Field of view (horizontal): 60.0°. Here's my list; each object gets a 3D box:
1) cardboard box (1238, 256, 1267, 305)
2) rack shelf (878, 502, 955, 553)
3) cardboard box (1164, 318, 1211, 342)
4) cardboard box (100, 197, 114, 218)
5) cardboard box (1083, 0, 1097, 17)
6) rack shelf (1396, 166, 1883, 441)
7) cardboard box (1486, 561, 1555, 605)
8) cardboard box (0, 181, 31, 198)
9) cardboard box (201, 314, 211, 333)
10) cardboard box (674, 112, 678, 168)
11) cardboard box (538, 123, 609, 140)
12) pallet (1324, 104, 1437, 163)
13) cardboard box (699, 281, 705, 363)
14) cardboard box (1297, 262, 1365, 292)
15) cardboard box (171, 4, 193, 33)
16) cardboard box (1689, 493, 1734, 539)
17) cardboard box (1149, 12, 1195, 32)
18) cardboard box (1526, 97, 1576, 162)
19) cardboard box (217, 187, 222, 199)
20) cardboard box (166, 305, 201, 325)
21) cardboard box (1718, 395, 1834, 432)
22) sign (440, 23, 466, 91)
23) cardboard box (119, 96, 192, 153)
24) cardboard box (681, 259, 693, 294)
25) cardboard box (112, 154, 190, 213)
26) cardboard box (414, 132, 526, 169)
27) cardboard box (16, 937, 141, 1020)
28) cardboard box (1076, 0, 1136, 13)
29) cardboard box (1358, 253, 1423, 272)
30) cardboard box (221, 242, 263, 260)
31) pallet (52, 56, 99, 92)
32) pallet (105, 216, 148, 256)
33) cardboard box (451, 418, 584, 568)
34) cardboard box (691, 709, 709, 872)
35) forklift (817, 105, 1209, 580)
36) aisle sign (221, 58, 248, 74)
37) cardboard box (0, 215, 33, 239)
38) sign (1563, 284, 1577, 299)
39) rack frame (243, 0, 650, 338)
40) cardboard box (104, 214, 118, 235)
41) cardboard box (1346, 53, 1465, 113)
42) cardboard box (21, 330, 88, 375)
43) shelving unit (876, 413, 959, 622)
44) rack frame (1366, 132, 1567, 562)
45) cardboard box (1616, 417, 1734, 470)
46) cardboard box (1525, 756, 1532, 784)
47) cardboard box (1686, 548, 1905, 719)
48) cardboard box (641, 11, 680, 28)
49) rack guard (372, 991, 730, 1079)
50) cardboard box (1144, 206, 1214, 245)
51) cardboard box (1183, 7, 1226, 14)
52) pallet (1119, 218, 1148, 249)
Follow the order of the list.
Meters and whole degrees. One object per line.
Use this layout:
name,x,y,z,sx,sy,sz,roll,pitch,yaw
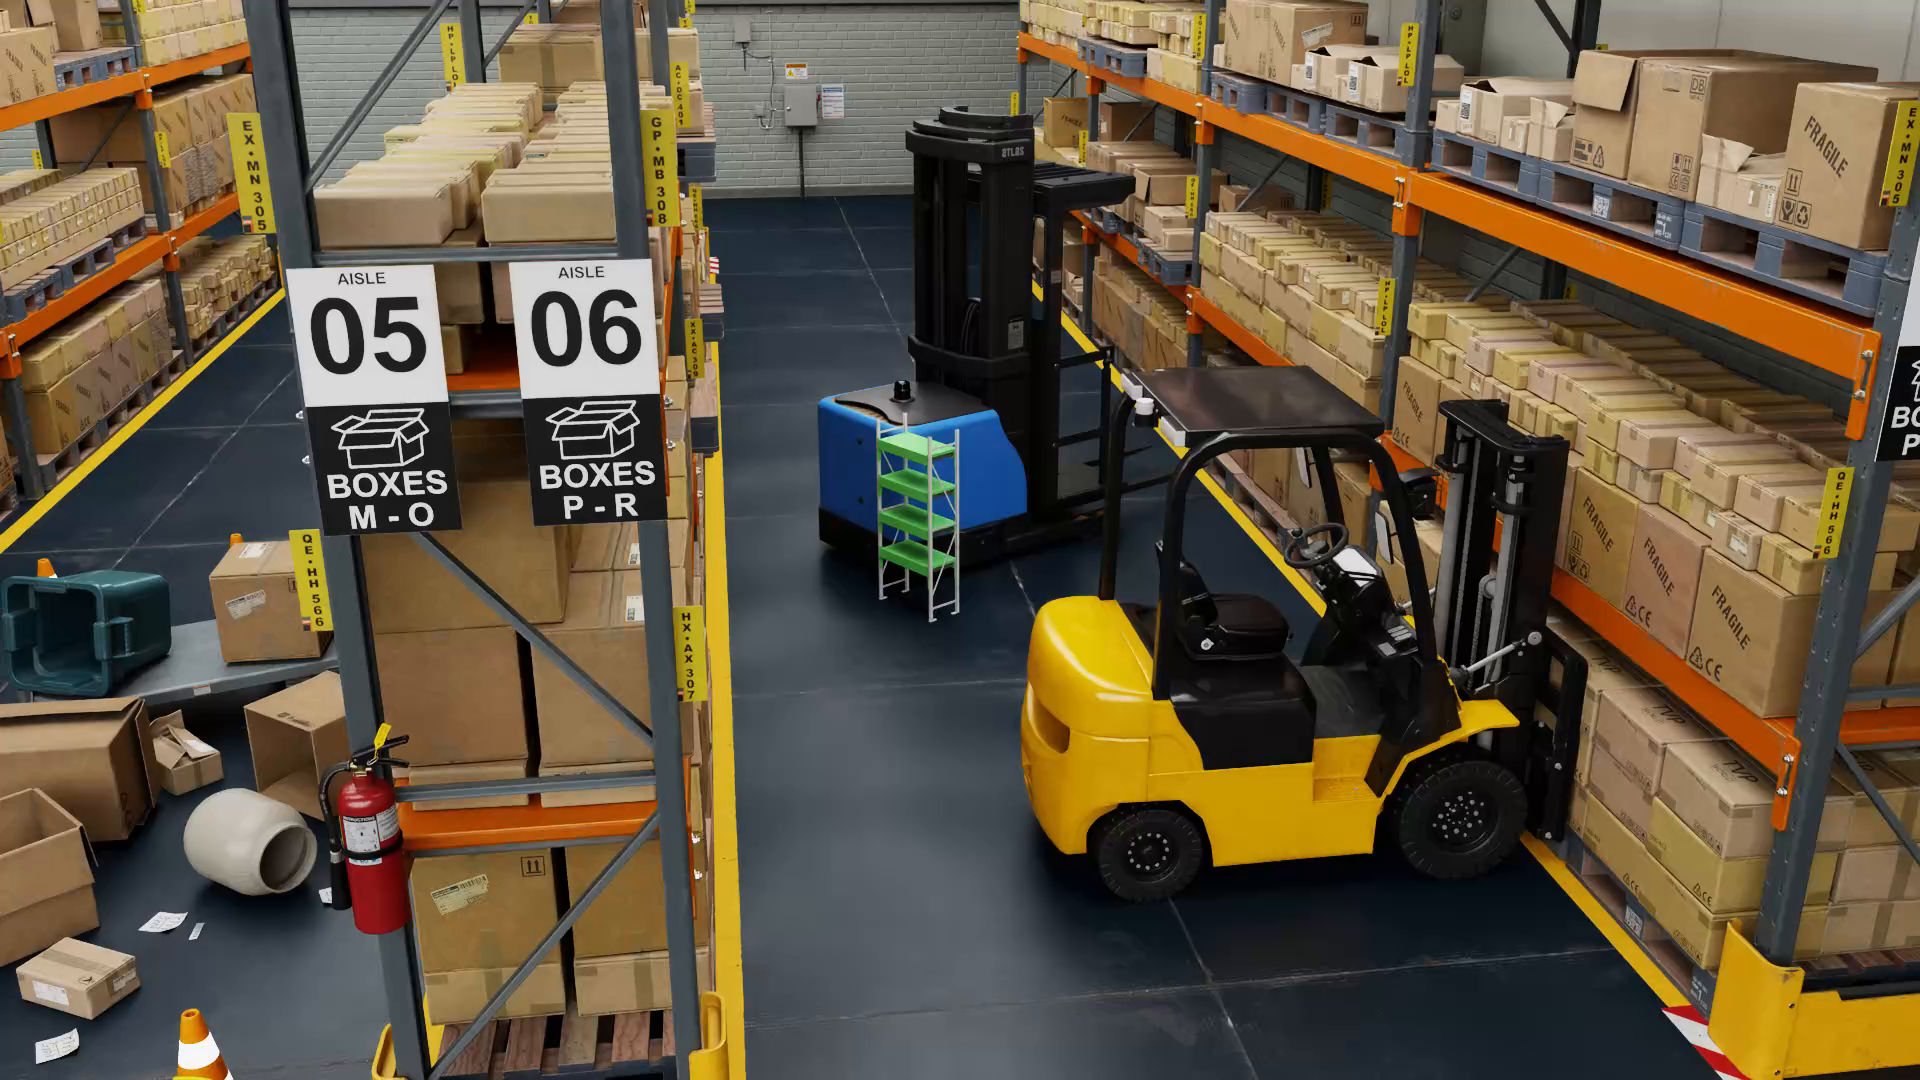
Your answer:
cardboard box,2.320,-1.872,11.941,0.500,0.250,0.500,-3,21,-9
rack shelf,-0.262,-0.083,10.406,0.258,0.148,0.480,-17,27,-39
cardboard box,1.978,-1.810,14.321,0.380,0.149,0.250,-4,21,-11
cardboard box,-7.633,-2.897,14.519,0.380,0.149,0.250,-4,21,-10
cardboard box,1.402,-5.159,16.146,0.380,0.149,0.250,-2,21,-6
rack shelf,3.235,-1.220,7.437,1.077,0.370,4.000,-3,21,-8
cardboard box,2.852,0.311,8.497,0.500,0.250,0.500,-2,21,-6
cardboard box,-8.286,-3.004,14.382,0.380,0.149,0.250,-3,21,-8
cardboard box,-7.775,-2.174,16.723,0.380,0.149,0.250,-2,21,-6
cardboard box,-1.635,-1.927,8.091,0.500,0.250,0.500,-3,21,-8
cardboard box,-1.426,-1.531,6.460,0.380,0.149,0.250,-2,21,-7
pallet,2.806,-2.465,10.015,0.805,0.209,1.217,-4,21,-10
cardboard box,-2.684,-1.731,14.501,0.875,0.875,0.875,-3,21,-7
cardboard box,2.464,-1.743,11.026,0.380,0.149,0.250,-3,21,-7
cardboard box,-7.960,-5.174,16.493,0.500,0.250,0.500,-3,21,-7
cardboard box,3.153,-0.096,6.616,0.380,0.149,0.250,-3,21,-7
cardboard box,1.840,-4.444,14.259,0.380,0.149,0.250,-3,21,-8
cardboard box,2.860,-1.901,7.681,0.396,0.266,0.258,-3,21,-9
cardboard box,-8.099,-3.705,17.708,0.380,0.149,0.250,-3,21,-7
cardboard box,-7.738,-2.220,16.423,0.380,0.149,0.250,-2,21,-5
cardboard box,3.605,-0.532,7.358,0.380,0.149,0.250,-3,21,-9
sign,-2.514,-2.395,8.254,0.100,0.325,0.005,-3,21,-8
cardboard box,-7.916,-4.080,16.355,0.500,0.500,0.500,-4,21,-9
cardboard box,-1.683,-1.460,9.244,0.380,0.149,0.250,-3,21,-8
cardboard box,-7.824,-3.448,16.094,0.500,0.500,0.500,-3,21,-9
cardboard box,-1.809,-1.417,6.156,0.380,0.149,0.250,-4,21,-9
cardboard box,-3.576,1.776,6.749,0.380,0.149,0.250,8,22,20
cardboard box,1.482,-5.485,16.903,0.500,0.250,0.500,-3,21,-8
cardboard box,2.934,-1.858,11.333,0.380,0.149,0.250,-3,21,-7
cardboard box,-8.109,-3.259,18.779,0.380,0.149,0.250,-3,21,-9
pallet,-7.866,-3.817,13.631,1.213,0.211,1.003,-3,21,-8
pallet,-8.036,-2.716,14.976,1.003,0.211,1.213,-3,21,-8
cardboard box,-1.744,-0.204,5.978,0.700,0.500,0.500,-3,21,-7
cardboard box,-1.315,1.050,6.876,0.500,0.500,0.500,-4,21,-10
forklift,0.497,-1.509,11.567,3.031,2.935,1.130,-15,25,-35
aisle sign,-8.292,-5.721,19.032,0.394,0.787,0.004,-3,21,-8
cardboard box,-7.373,-2.399,12.760,0.380,0.149,0.250,-3,21,-8
sign,3.495,-1.316,9.601,0.100,0.325,0.005,-3,21,-8
rack frame,-1.389,-2.018,4.259,1.000,3.000,0.127,-3,21,-8
cardboard box,-7.641,-2.766,14.595,0.380,0.149,0.250,-4,21,-11
cardboard box,2.601,-2.690,9.728,0.500,0.311,0.500,-4,21,-9
cardboard box,-7.358,-1.497,13.337,0.500,0.250,0.500,-3,21,-8
shelving unit,-0.262,-0.143,10.383,0.258,1.200,0.503,-17,27,-39
rack frame,2.946,-0.844,9.690,1.000,3.000,0.127,-3,21,-8
cardboard box,3.022,-0.411,7.033,0.380,0.149,0.250,-2,21,-6
cardboard box,2.920,0.960,8.188,0.500,0.250,0.500,-2,21,-6
cardboard box,3.192,0.336,6.385,0.500,0.500,0.500,-3,21,-9
cardboard box,-2.783,-4.628,15.061,0.500,0.311,0.500,-3,21,-8
rack guard,-1.399,1.937,5.816,1.175,0.500,0.348,-3,21,-8
cardboard box,1.897,-2.705,14.285,0.500,0.250,0.500,-4,21,-10
cardboard box,2.200,-4.654,14.795,0.380,0.149,0.250,-2,21,-6
pallet,2.085,-2.813,15.234,1.003,0.211,1.213,-3,21,-8
